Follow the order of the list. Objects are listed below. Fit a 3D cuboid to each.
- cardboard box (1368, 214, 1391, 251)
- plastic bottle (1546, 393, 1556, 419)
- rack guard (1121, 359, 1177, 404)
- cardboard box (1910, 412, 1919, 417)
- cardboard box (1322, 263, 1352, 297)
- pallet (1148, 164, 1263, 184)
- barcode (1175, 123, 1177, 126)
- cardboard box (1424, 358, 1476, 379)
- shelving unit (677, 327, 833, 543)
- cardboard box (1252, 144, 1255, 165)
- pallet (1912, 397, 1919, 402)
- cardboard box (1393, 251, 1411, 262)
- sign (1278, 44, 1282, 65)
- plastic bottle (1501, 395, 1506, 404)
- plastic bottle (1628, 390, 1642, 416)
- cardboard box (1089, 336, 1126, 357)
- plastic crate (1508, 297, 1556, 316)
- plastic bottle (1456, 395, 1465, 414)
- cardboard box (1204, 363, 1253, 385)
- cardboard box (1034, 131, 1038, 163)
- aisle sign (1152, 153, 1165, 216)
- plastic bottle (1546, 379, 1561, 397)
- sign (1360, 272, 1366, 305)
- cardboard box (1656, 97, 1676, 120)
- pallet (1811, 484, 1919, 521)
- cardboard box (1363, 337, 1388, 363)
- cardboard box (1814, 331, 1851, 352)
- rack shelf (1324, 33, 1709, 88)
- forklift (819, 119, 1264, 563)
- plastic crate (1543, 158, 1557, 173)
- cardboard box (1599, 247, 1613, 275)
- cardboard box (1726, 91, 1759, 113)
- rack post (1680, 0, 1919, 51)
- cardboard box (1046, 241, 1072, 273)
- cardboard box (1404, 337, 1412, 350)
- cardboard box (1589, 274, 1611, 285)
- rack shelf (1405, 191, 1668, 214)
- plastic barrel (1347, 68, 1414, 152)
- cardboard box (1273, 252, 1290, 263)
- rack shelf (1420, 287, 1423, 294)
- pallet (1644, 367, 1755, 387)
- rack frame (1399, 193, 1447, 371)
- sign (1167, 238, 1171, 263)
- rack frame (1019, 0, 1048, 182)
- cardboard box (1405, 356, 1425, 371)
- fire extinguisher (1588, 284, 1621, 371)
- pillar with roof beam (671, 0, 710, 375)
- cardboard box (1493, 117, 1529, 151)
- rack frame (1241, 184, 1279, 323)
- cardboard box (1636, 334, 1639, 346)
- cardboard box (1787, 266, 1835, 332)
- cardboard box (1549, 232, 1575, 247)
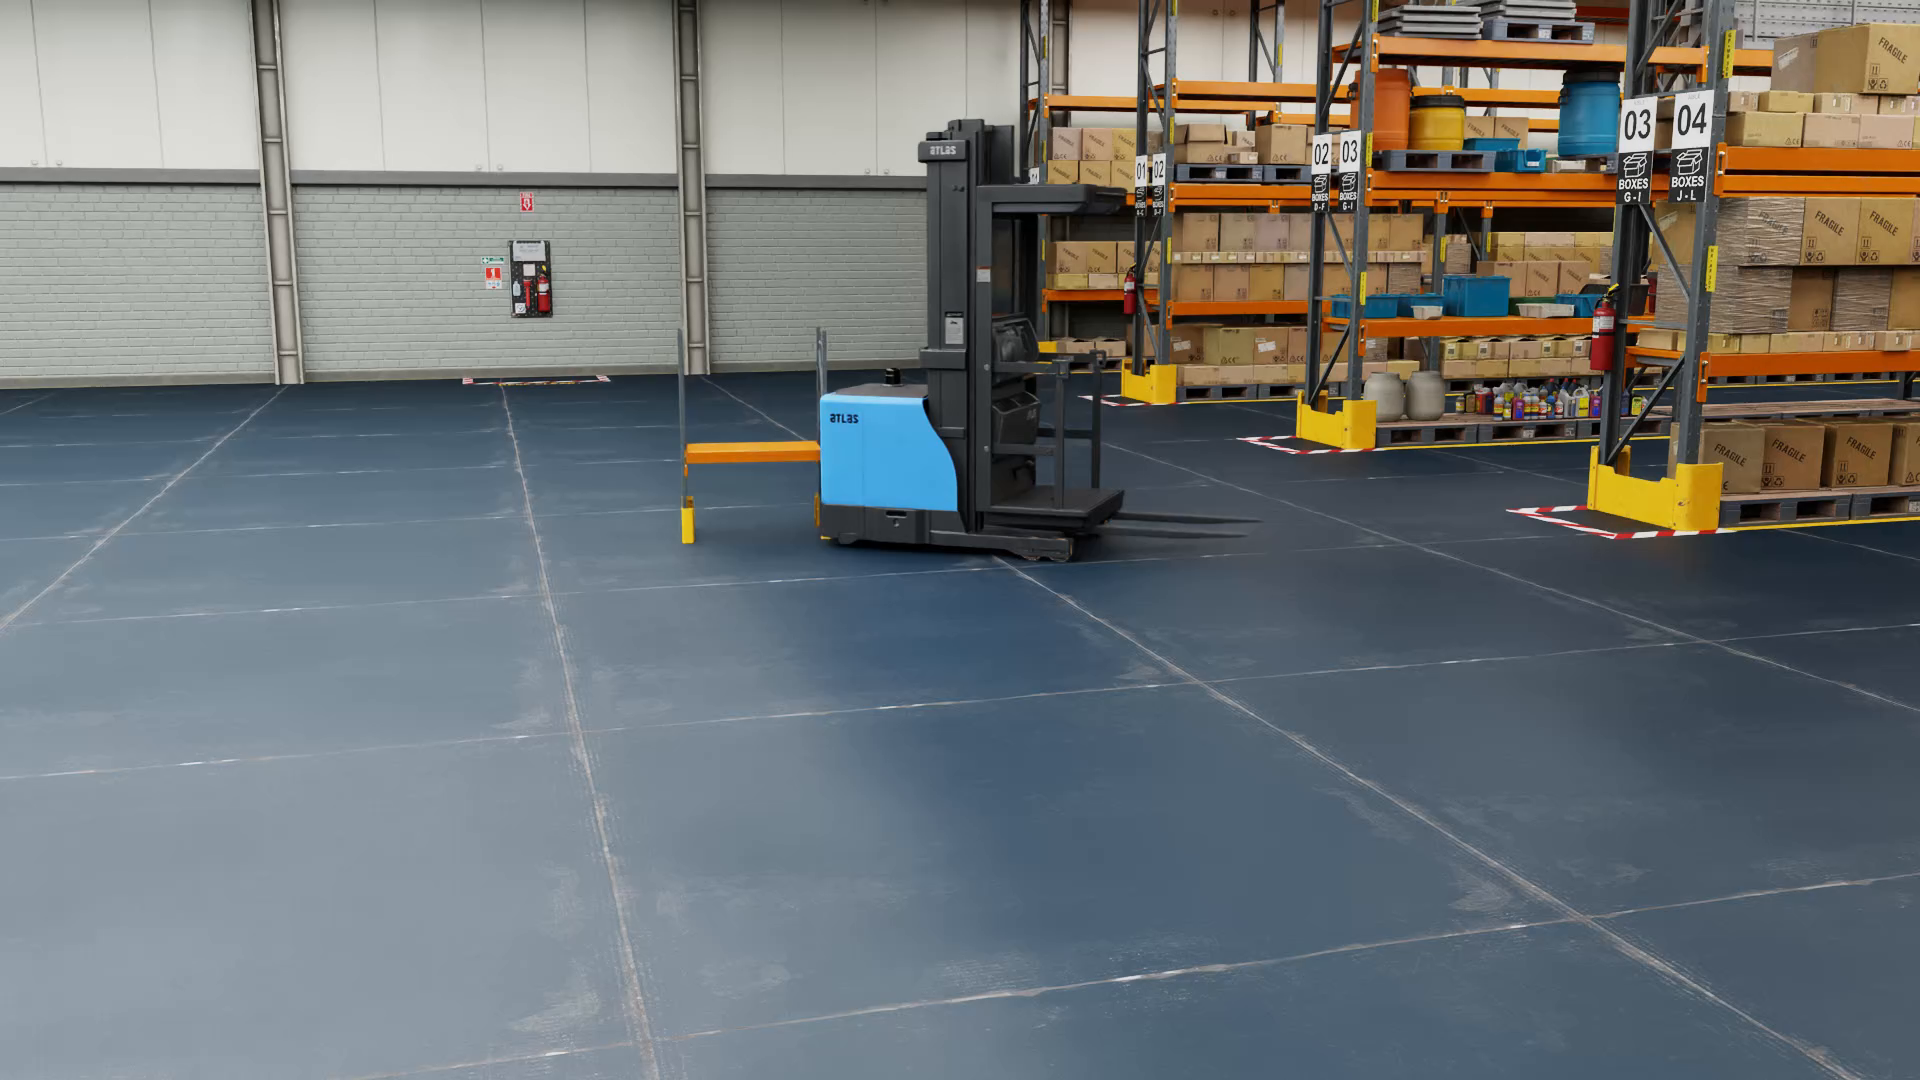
[{"bbox_3d":[5.476,-4.204,22.739,0.500,0.500,0.700,-3,11,-16],"label":"cardboard box"},{"bbox_3d":[6.373,-1.447,17.944,0.097,0.271,0.097,0,10,0],"label":"plastic bottle"},{"bbox_3d":[2.521,-2.133,22.254,0.348,0.500,1.175,-3,11,-16],"label":"rack guard"},{"bbox_3d":[8.207,-0.778,13.730,0.500,0.500,0.500,0,10,2],"label":"cardboard box"},{"bbox_3d":[4.973,-3.539,22.711,0.500,0.500,0.700,-3,11,-15],"label":"cardboard box"},{"bbox_3d":[3.230,-4.827,21.940,1.213,0.211,1.003,-3,11,-16],"label":"pallet"},{"bbox_3d":[3.542,-6.841,27.390,0.075,0.075,0.001,-3,11,-16],"label":"barcode"},{"bbox_3d":[6.841,-2.398,23.221,0.500,0.250,0.500,-3,11,-17],"label":"cardboard box"},{"bbox_3d":[-1.503,-0.782,12.152,1.083,1.500,0.587,-2,11,-9],"label":"shelving unit"},{"bbox_3d":[4.110,-5.203,22.438,0.500,0.311,0.500,-2,11,-9],"label":"cardboard box"},{"bbox_3d":[12.352,-1.583,20.063,1.213,0.211,1.003,-3,11,-16],"label":"pallet"},{"bbox_3d":[5.946,-3.871,22.722,0.250,0.149,0.380,-3,11,-17],"label":"cardboard box"},{"bbox_3d":[5.131,-7.781,26.658,0.005,0.325,0.100,-3,11,-16],"label":"sign"},{"bbox_3d":[6.002,-1.506,18.457,0.097,0.201,0.097,0,10,0],"label":"plastic bottle"},{"bbox_3d":[7.396,-1.504,18.217,0.133,0.283,0.061,-2,11,-13],"label":"plastic bottle"},{"bbox_3d":[2.393,-3.167,27.176,0.500,0.311,0.500,-2,11,-11],"label":"cardboard box"},{"bbox_3d":[6.383,-2.581,18.368,0.662,0.188,0.450,-3,11,-16],"label":"plastic crate"},{"bbox_3d":[5.566,-1.512,18.488,0.097,0.201,0.097,0,10,0],"label":"plastic bottle"},{"bbox_3d":[3.600,-2.232,22.323,0.500,0.250,0.500,-3,11,-16],"label":"cardboard box"},{"bbox_3d":[1.497,-6.318,26.703,0.500,0.500,0.500,-3,11,-13],"label":"cardboard box"},{"bbox_3d":[2.567,-4.586,21.491,0.004,0.787,0.394,-3,11,-16],"label":"aisle sign"},{"bbox_3d":[6.693,-1.640,18.773,0.185,0.351,0.144,-4,11,-18],"label":"plastic bottle"},{"bbox_3d":[4.075,-2.543,16.810,0.005,0.325,0.100,-3,11,-16],"label":"sign"},{"bbox_3d":[5.489,-3.307,12.755,0.250,0.149,0.380,-3,11,-16],"label":"cardboard box"},{"bbox_3d":[7.342,-0.370,13.474,1.213,0.211,1.003,-3,11,-16],"label":"pallet"},{"bbox_3d":[5.517,-2.705,22.816,0.500,0.500,0.500,-3,11,-16],"label":"cardboard box"},{"bbox_3d":[6.616,-1.538,12.810,0.250,0.149,0.380,-3,11,-16],"label":"cardboard box"},{"bbox_3d":[5.845,-5.004,17.463,4.000,0.370,1.077,-3,11,-16],"label":"rack shelf"},{"bbox_3d":[0.576,-1.395,11.530,3.031,2.935,1.130,4,11,19],"label":"forklift"},{"bbox_3d":[6.175,-4.043,18.026,0.450,0.188,0.336,-3,11,-16],"label":"plastic crate"},{"bbox_3d":[11.333,-4.919,29.327,0.500,0.500,0.500,-3,11,-16],"label":"cardboard box"},{"bbox_3d":[5.639,-3.213,12.242,0.250,0.149,0.380,-3,11,-16],"label":"cardboard box"},{"bbox_3d":[9.632,-5.868,18.516,3.121,1.000,1.013,-3,11,-16],"label":"rack post"},{"bbox_3d":[1.549,-4.590,26.985,0.500,0.500,0.500,-3,11,-17],"label":"cardboard box"},{"bbox_3d":[7.633,-3.565,28.817,0.500,0.500,0.700,-3,11,-16],"label":"cardboard box"},{"bbox_3d":[9.312,-3.713,24.178,0.500,0.311,0.500,-3,11,-17],"label":"cardboard box"},{"bbox_3d":[8.305,-4.789,23.477,4.000,0.370,1.077,-3,11,-16],"label":"rack shelf"},{"bbox_3d":[4.356,-4.442,17.261,0.708,0.830,0.600,-3,11,-16],"label":"plastic barrel"},{"bbox_3d":[4.217,-3.780,22.226,0.250,0.149,0.380,-3,11,-17],"label":"cardboard box"},{"bbox_3d":[6.917,-4.175,28.425,4.000,0.370,1.077,-3,11,-16],"label":"rack shelf"},{"bbox_3d":[10.953,-2.428,24.655,1.213,0.211,1.003,-3,11,-16],"label":"pallet"},{"bbox_3d":[6.385,-3.566,23.133,0.127,3.000,1.000,-3,11,-16],"label":"rack frame"},{"bbox_3d":[2.694,-3.732,21.423,0.005,0.325,0.100,-3,11,-16],"label":"sign"},{"bbox_3d":[1.156,-7.175,26.167,0.127,3.000,1.000,-3,11,-16],"label":"rack frame"},{"bbox_3d":[6.702,-2.492,23.732,0.500,0.250,0.500,-3,11,-16],"label":"cardboard box"},{"bbox_3d":[5.071,-1.678,13.089,0.183,0.674,0.296,-3,11,-16],"label":"fire extinguisher"},{"bbox_3d":[-2.971,-6.309,21.462,0.400,9.000,9.100,-3,11,-16],"label":"pillar with roof beam"},{"bbox_3d":[7.528,-5.600,23.080,0.500,0.500,0.500,-2,11,-10],"label":"cardboard box"},{"bbox_3d":[4.997,-4.427,27.810,0.127,3.000,1.000,-3,11,-16],"label":"rack frame"},{"bbox_3d":[9.791,-2.829,24.017,0.500,0.311,0.500,-3,11,-14],"label":"cardboard box"},{"bbox_3d":[6.292,-1.906,13.019,0.500,0.500,0.875,-3,11,-16],"label":"cardboard box"},{"bbox_3d":[10.340,-5.235,28.975,0.500,0.250,0.500,-3,11,-16],"label":"cardboard box"}]
